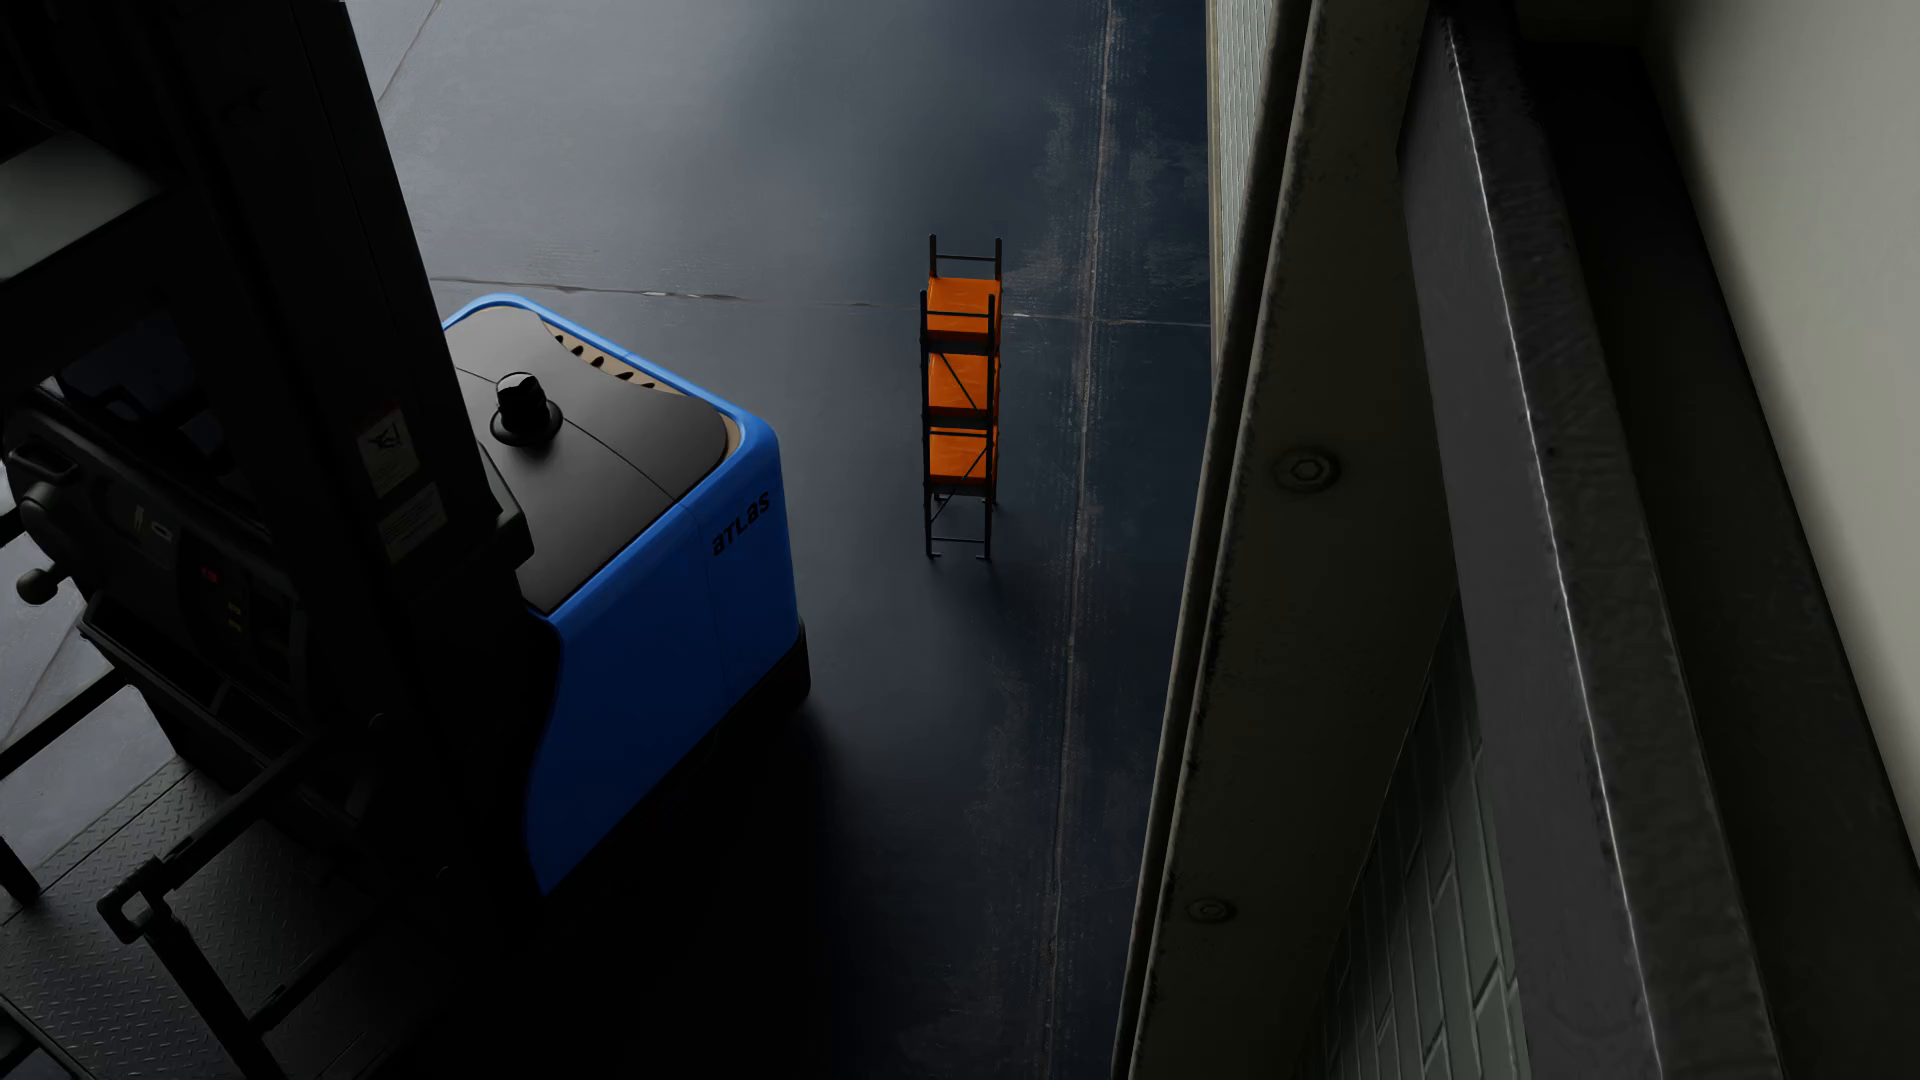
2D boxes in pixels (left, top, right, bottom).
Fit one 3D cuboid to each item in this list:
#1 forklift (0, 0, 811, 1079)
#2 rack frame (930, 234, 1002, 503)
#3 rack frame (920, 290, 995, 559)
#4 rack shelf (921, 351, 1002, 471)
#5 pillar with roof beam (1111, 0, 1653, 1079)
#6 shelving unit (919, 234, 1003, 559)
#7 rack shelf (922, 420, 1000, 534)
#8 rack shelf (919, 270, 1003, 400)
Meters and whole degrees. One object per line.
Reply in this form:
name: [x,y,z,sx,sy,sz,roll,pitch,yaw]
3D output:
forklift: [-1.688,0.146,3.130,1.130,2.935,3.031,27,53,23]
rack frame: [0.016,-0.483,4.981,0.200,1.050,0.008,4,48,4]
rack frame: [-0.006,-0.304,4.817,0.200,1.050,0.008,4,48,4]
rack shelf: [0.005,-0.387,4.906,0.215,0.259,0.240,4,48,4]
pillar with roof beam: [-3.779,-1.896,0.885,9.100,9.000,0.400,4,48,4]
shelving unit: [0.005,-0.394,4.899,0.215,1.050,0.252,4,48,4]
rack shelf: [0.005,-0.199,5.111,0.215,0.259,0.240,4,48,4]
rack shelf: [0.005,-0.578,4.697,0.215,0.259,0.240,4,48,4]
